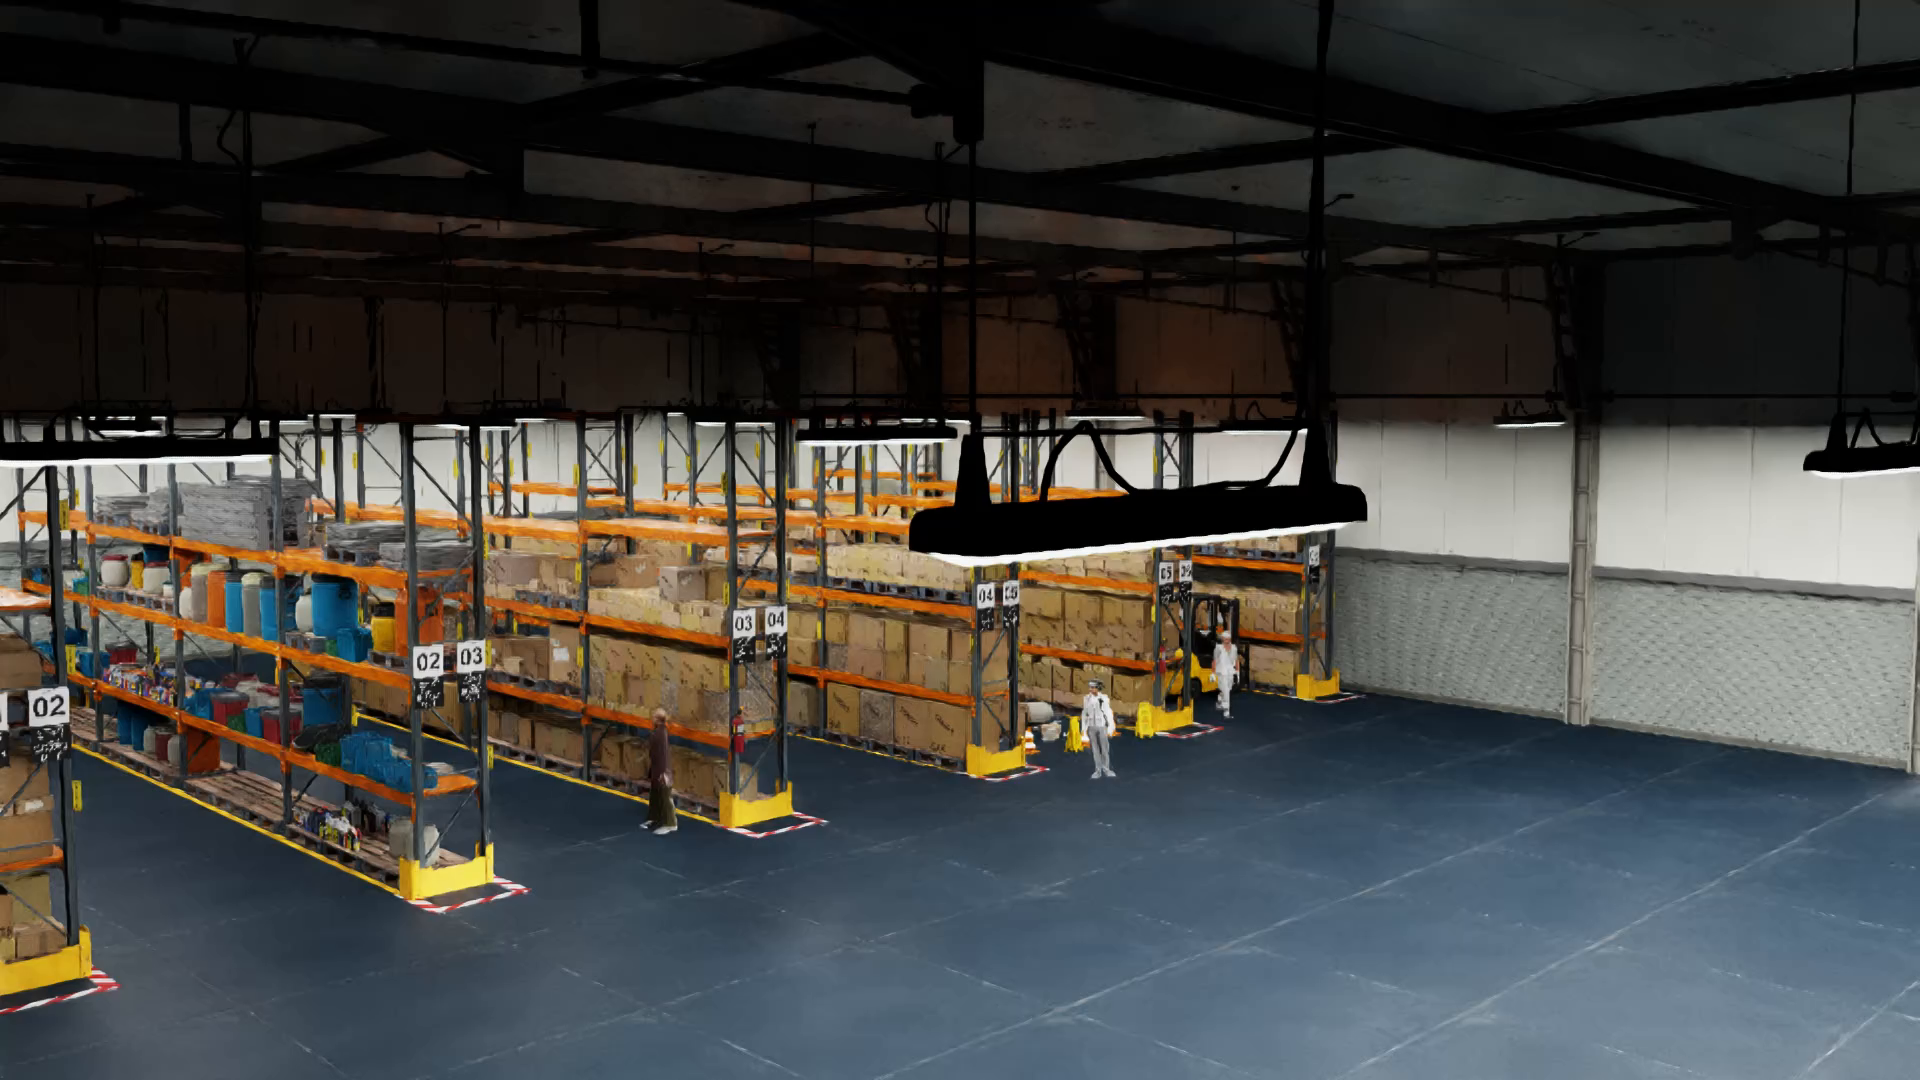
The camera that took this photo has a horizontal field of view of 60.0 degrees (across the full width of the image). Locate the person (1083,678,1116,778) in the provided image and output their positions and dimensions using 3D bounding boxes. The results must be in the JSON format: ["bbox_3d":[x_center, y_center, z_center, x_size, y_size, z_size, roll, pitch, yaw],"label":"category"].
[{"bbox_3d":[2.299,3.103,27.481,0.552,1.670,0.389,1,5,16],"label":"person"}]

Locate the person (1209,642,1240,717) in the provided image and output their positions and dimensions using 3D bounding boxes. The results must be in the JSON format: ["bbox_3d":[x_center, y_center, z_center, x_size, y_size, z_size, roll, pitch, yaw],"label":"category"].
[{"bbox_3d":[5.169,2.706,32.743,0.564,1.470,0.776,-2,5,-23],"label":"person"}]

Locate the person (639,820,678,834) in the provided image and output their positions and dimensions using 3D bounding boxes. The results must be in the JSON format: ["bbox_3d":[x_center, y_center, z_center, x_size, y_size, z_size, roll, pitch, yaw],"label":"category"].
[{"bbox_3d":[-4.390,4.149,24.185,0.551,0.147,0.488,-1,5,-15],"label":"person"}]
